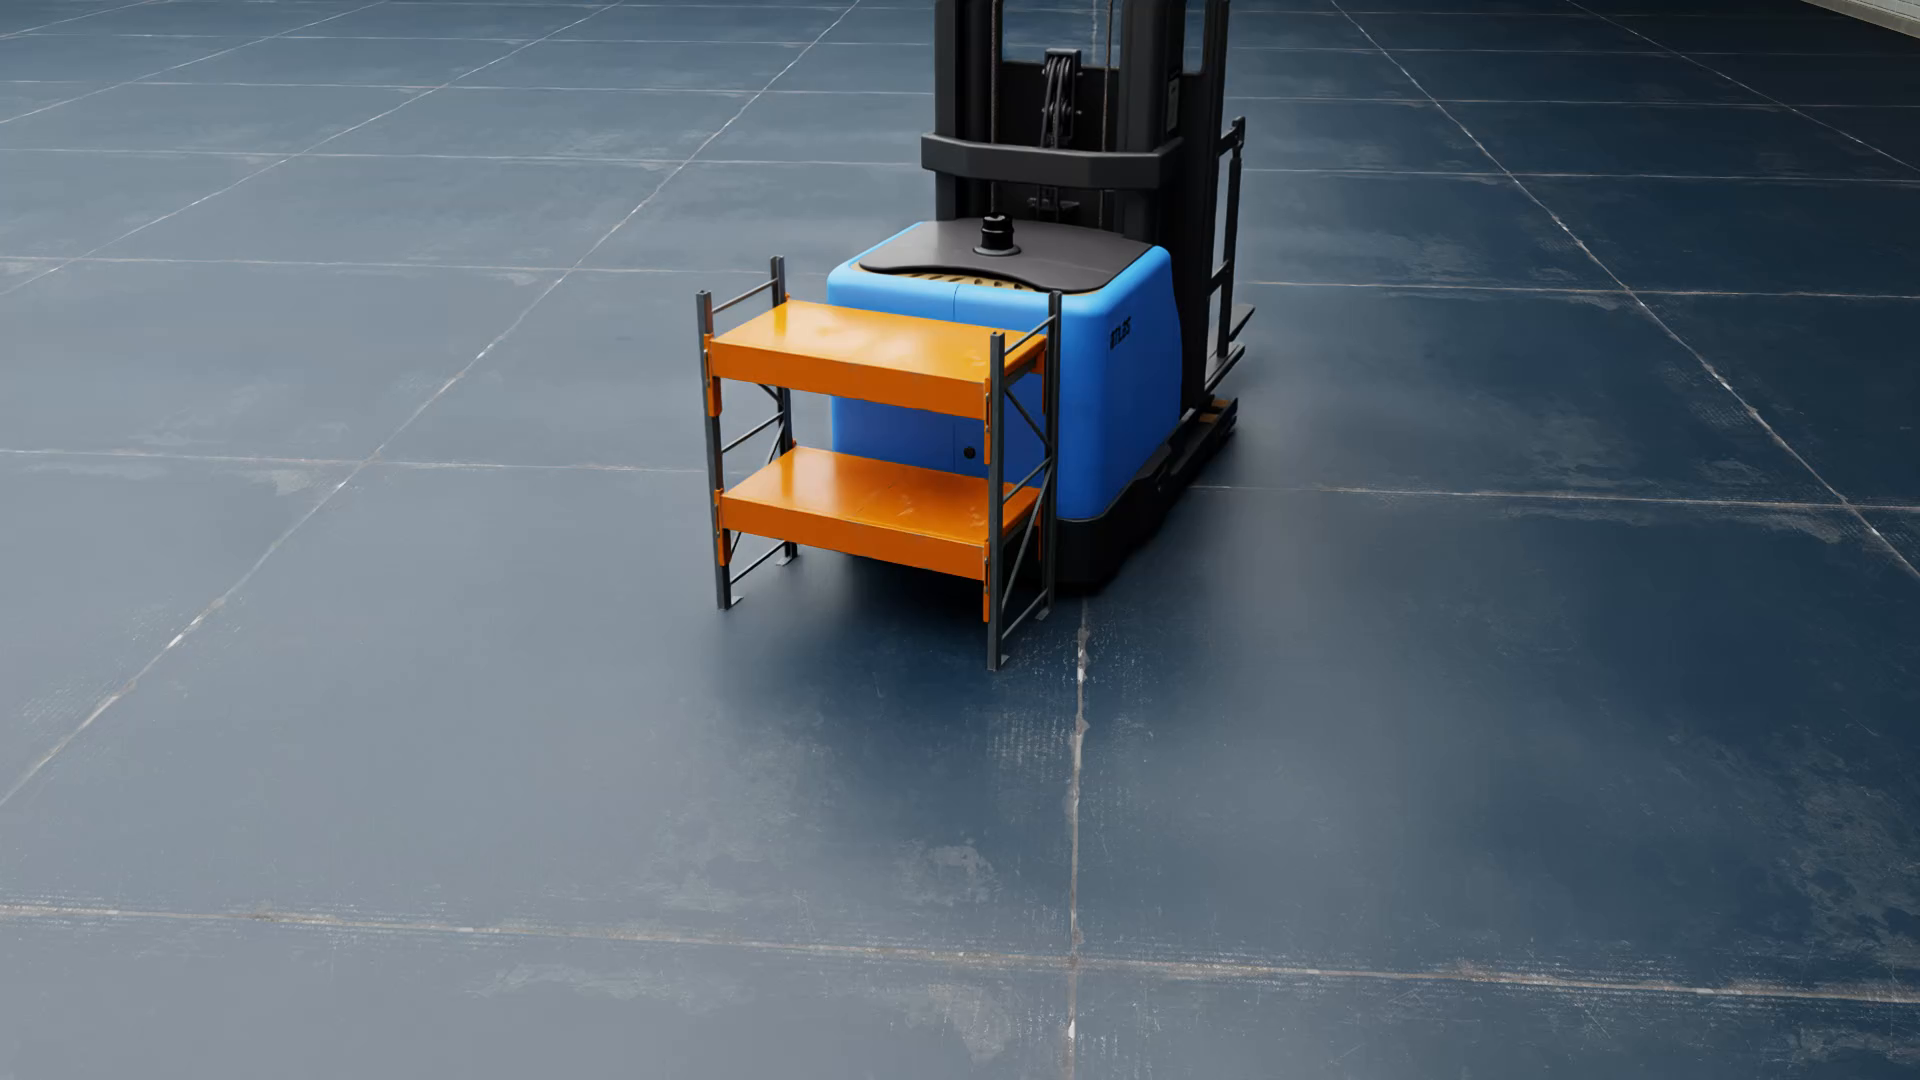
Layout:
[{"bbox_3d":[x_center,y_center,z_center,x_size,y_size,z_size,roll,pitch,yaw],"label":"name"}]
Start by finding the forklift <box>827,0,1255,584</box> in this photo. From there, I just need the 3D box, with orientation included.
[{"bbox_3d":[0.562,-1.767,6.584,1.130,2.935,3.031,10,27,21],"label":"forklift"}]

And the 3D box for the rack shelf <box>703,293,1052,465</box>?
[{"bbox_3d":[-0.256,-0.538,5.372,1.000,0.278,0.538,11,27,22],"label":"rack shelf"}]

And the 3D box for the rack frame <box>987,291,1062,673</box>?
[{"bbox_3d":[0.206,-0.183,5.300,0.032,1.125,0.500,11,27,22],"label":"rack frame"}]

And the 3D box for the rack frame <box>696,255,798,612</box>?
[{"bbox_3d":[-0.717,-0.362,5.689,0.032,1.125,0.500,11,27,22],"label":"rack frame"}]

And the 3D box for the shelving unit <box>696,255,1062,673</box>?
[{"bbox_3d":[-0.255,-0.272,5.495,1.048,1.125,0.538,11,27,22],"label":"shelving unit"}]

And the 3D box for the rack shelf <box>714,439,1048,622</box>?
[{"bbox_3d":[-0.255,-0.050,5.597,1.000,0.278,0.538,11,27,22],"label":"rack shelf"}]
